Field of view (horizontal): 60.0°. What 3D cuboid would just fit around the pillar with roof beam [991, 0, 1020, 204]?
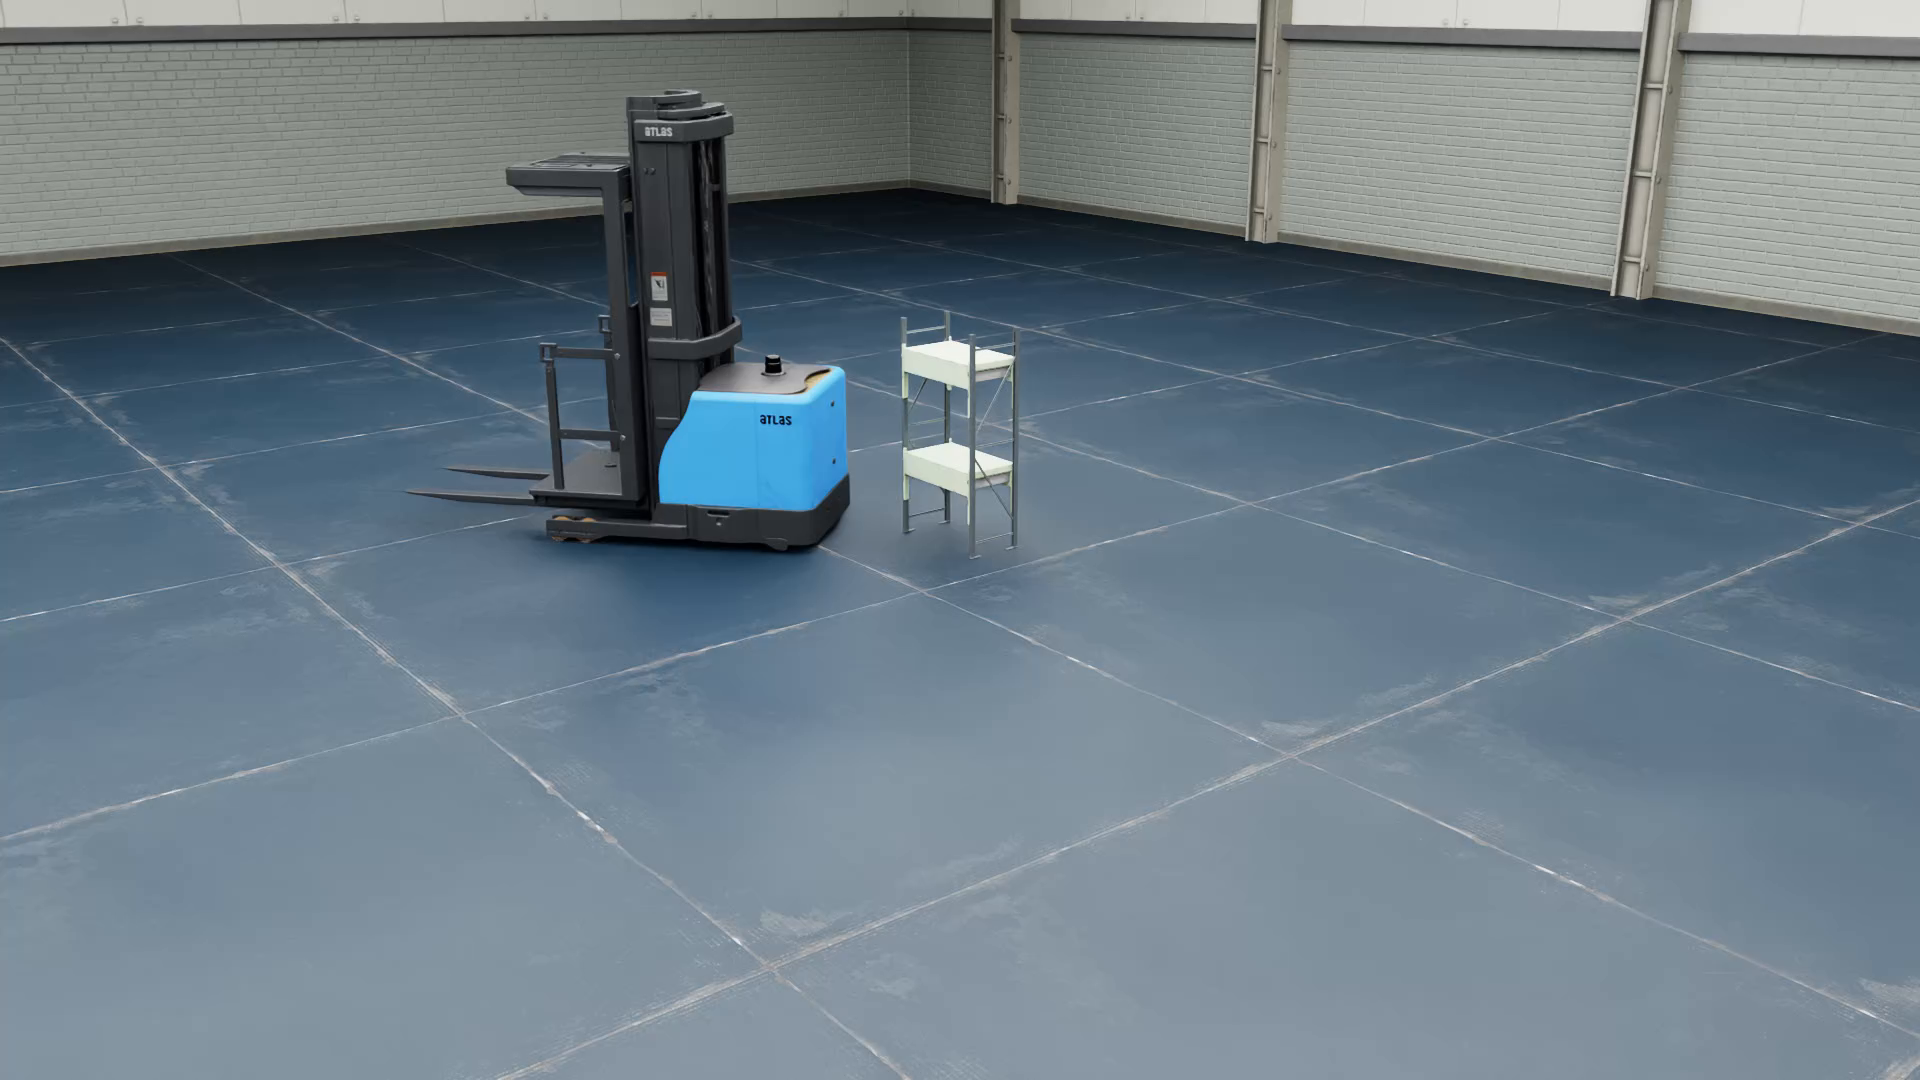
[{"bbox_3d":[-2.589,-9.379,25.371,9.100,9.000,0.400,-14,23,-36],"label":"pillar with roof beam"}]

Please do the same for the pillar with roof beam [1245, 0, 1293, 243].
[{"bbox_3d":[1.137,-7.901,20.907,9.100,9.000,0.400,-14,23,-36],"label":"pillar with roof beam"}]

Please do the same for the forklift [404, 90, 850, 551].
[{"bbox_3d":[-2.355,-1.531,11.325,3.031,2.935,1.130,3,19,10],"label":"forklift"}]

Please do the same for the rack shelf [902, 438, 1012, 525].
[{"bbox_3d":[-0.004,-0.404,11.234,0.431,0.370,0.720,-14,23,-36],"label":"rack shelf"}]

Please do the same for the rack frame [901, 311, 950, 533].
[{"bbox_3d":[-0.231,-0.804,11.404,0.400,1.500,0.023,-14,23,-36],"label":"rack frame"}]

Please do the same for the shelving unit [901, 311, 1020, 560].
[{"bbox_3d":[-0.004,-0.714,11.132,0.431,1.500,0.755,-14,23,-36],"label":"shelving unit"}]

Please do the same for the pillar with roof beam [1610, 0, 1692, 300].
[{"bbox_3d":[4.862,-6.422,16.442,9.100,9.000,0.400,-14,23,-36],"label":"pillar with roof beam"}]

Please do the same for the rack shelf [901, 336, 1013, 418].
[{"bbox_3d":[-0.004,-1.084,11.009,0.431,0.370,0.720,-14,23,-36],"label":"rack shelf"}]

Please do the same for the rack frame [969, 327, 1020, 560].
[{"bbox_3d":[0.223,-0.623,10.859,0.400,1.500,0.023,-14,23,-36],"label":"rack frame"}]
